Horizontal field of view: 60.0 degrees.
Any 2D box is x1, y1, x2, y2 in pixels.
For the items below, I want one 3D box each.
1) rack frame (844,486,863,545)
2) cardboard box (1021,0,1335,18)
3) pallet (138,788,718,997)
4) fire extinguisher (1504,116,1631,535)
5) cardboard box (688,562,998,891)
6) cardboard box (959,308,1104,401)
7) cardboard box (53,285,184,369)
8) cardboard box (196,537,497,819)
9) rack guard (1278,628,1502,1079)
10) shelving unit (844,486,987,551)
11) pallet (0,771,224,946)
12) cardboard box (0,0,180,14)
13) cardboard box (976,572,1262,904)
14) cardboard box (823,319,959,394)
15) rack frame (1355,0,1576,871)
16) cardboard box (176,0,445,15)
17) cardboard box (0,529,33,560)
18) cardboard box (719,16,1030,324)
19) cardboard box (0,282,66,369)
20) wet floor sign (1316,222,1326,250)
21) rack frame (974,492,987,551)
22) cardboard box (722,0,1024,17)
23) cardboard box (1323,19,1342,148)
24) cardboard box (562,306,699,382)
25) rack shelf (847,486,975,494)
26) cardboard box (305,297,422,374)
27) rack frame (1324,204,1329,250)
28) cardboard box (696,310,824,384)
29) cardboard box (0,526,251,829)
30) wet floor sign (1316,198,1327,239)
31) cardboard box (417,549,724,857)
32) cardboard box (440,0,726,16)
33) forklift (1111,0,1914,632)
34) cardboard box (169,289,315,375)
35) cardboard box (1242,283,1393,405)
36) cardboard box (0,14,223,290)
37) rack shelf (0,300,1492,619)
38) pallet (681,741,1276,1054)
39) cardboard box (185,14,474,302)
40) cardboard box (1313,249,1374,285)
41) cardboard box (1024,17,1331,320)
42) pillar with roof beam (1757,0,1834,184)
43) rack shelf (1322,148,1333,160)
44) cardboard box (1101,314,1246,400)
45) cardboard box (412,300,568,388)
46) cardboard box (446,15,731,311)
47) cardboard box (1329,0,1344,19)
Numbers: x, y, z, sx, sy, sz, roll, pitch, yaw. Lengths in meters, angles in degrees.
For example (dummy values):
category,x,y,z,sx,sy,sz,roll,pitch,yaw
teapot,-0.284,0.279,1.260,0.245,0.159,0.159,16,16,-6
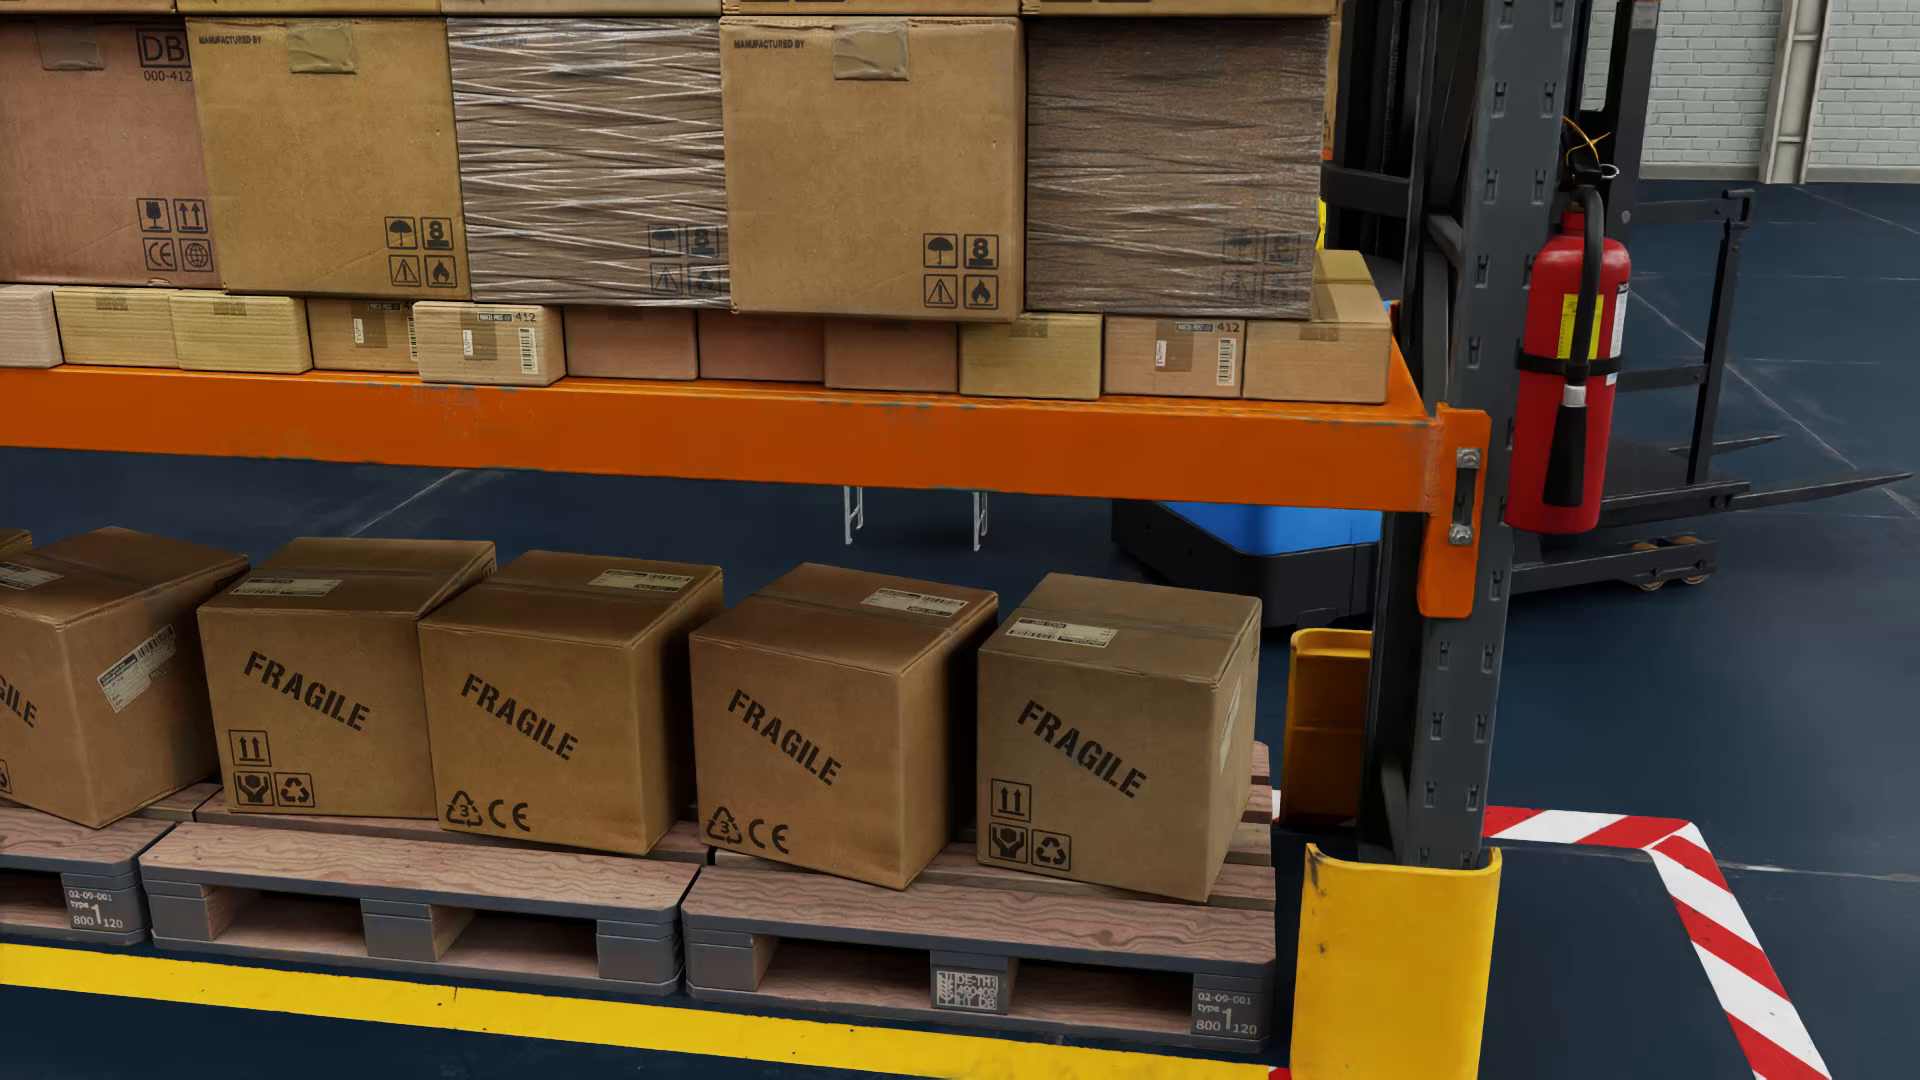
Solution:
category,x,y,z,sx,sy,sz,roll,pitch,yaw
rack frame,-0.404,-0.590,6.174,0.015,1.200,0.240,3,19,9
cardboard box,0.384,-1.152,2.817,0.500,0.500,0.500,3,19,9
pallet,-1.106,0.665,3.982,1.213,0.211,1.003,3,19,9
fire extinguisher,1.006,-0.352,2.751,0.183,0.674,0.296,3,19,9
cardboard box,-0.243,0.391,3.685,0.500,0.500,0.500,8,20,23
cardboard box,0.150,-0.379,3.104,0.250,0.149,0.380,3,19,9
cardboard box,-1.581,-0.461,3.350,0.250,0.149,0.380,3,19,9
cardboard box,-1.402,0.312,3.922,0.500,0.500,0.500,1,19,4
rack guard,0.891,0.642,3.595,0.348,0.500,1.175,3,19,9
shelving unit,-0.163,-0.577,6.138,0.503,1.200,0.258,3,19,9
pallet,-2.315,0.605,4.163,1.213,0.211,1.003,3,19,9
cardboard box,-1.592,-1.251,3.112,0.500,0.500,0.500,3,19,9
cardboard box,0.352,0.410,3.627,0.500,0.500,0.500,7,20,19
cardboard box,-0.094,-0.396,3.156,0.250,0.149,0.380,3,19,9
rack frame,0.966,-0.539,3.187,0.127,3.000,1.000,3,19,9
cardboard box,-1.096,-1.229,3.047,0.500,0.500,0.500,3,19,9
cardboard box,-2.595,0.278,4.021,0.500,0.500,0.500,2,19,7
cardboard box,-0.085,-0.751,3.195,0.500,0.500,0.875,3,19,9
cardboard box,-1.834,-0.461,3.348,0.250,0.149,0.380,3,19,9
wet floor sign,2.195,-1.590,10.039,0.232,0.644,0.267,0,19,-1
rack frame,0.077,-0.565,6.101,0.015,1.200,0.240,3,19,9
cardboard box,-0.111,-1.175,2.887,0.500,0.500,0.500,3,19,9
cardboard box,1.479,-2.164,7.806,0.550,0.550,0.875,3,19,9
cardboard box,-0.585,-0.427,3.249,0.250,0.149,0.380,3,19,9
rack shelf,-0.163,-0.289,6.234,0.480,0.148,0.258,3,19,9
cardboard box,-1.081,-0.447,3.306,0.250,0.149,0.380,3,19,9
rack frame,1.853,-2.088,7.816,0.127,3.000,1.000,3,19,9
cardboard box,-0.334,-0.422,3.233,0.250,0.149,0.380,3,19,9
cardboard box,-2.028,0.305,3.942,0.500,0.500,0.500,9,21,26
wet floor sign,2.556,-2.183,11.809,0.232,0.644,0.267,10,21,27
cardboard box,-0.858,0.354,3.796,0.500,0.500,0.500,5,19,14
cardboard box,-0.604,-1.201,2.964,0.500,0.500,0.500,3,19,9
forklift,2.124,-1.361,5.752,3.031,2.935,1.130,-7,20,-20
cardboard box,-1.336,-0.445,3.302,0.250,0.149,0.380,3,19,9
cardboard box,0.652,-0.370,3.077,0.250,0.149,0.380,3,19,9
cardboard box,-1.551,-0.857,3.511,0.500,0.500,0.875,3,19,9
rack shelf,-1.009,-0.299,3.602,4.000,0.370,1.077,3,19,9
pallet,0.095,0.727,3.796,1.213,0.211,1.003,3,19,9
cardboard box,-1.064,-0.819,3.397,0.500,0.500,0.875,3,19,9
cardboard box,0.723,-0.509,3.493,0.250,0.149,0.380,3,19,9
cardboard box,0.427,-0.764,3.232,0.500,0.500,0.875,3,19,9
pillar with roof beam,8.018,-6.711,12.178,0.400,9.000,9.100,3,19,9
rack shelf,-0.122,-1.847,8.231,4.000,0.370,1.077,3,19,9
cardboard box,0.405,-0.382,3.115,0.250,0.149,0.380,3,19,9
cardboard box,-0.846,-0.412,3.204,0.250,0.149,0.380,3,19,9
cardboard box,-0.572,-0.790,3.311,0.500,0.500,0.875,3,19,9
cardboard box,1.492,-2.702,7.713,0.550,0.550,0.875,3,19,9
